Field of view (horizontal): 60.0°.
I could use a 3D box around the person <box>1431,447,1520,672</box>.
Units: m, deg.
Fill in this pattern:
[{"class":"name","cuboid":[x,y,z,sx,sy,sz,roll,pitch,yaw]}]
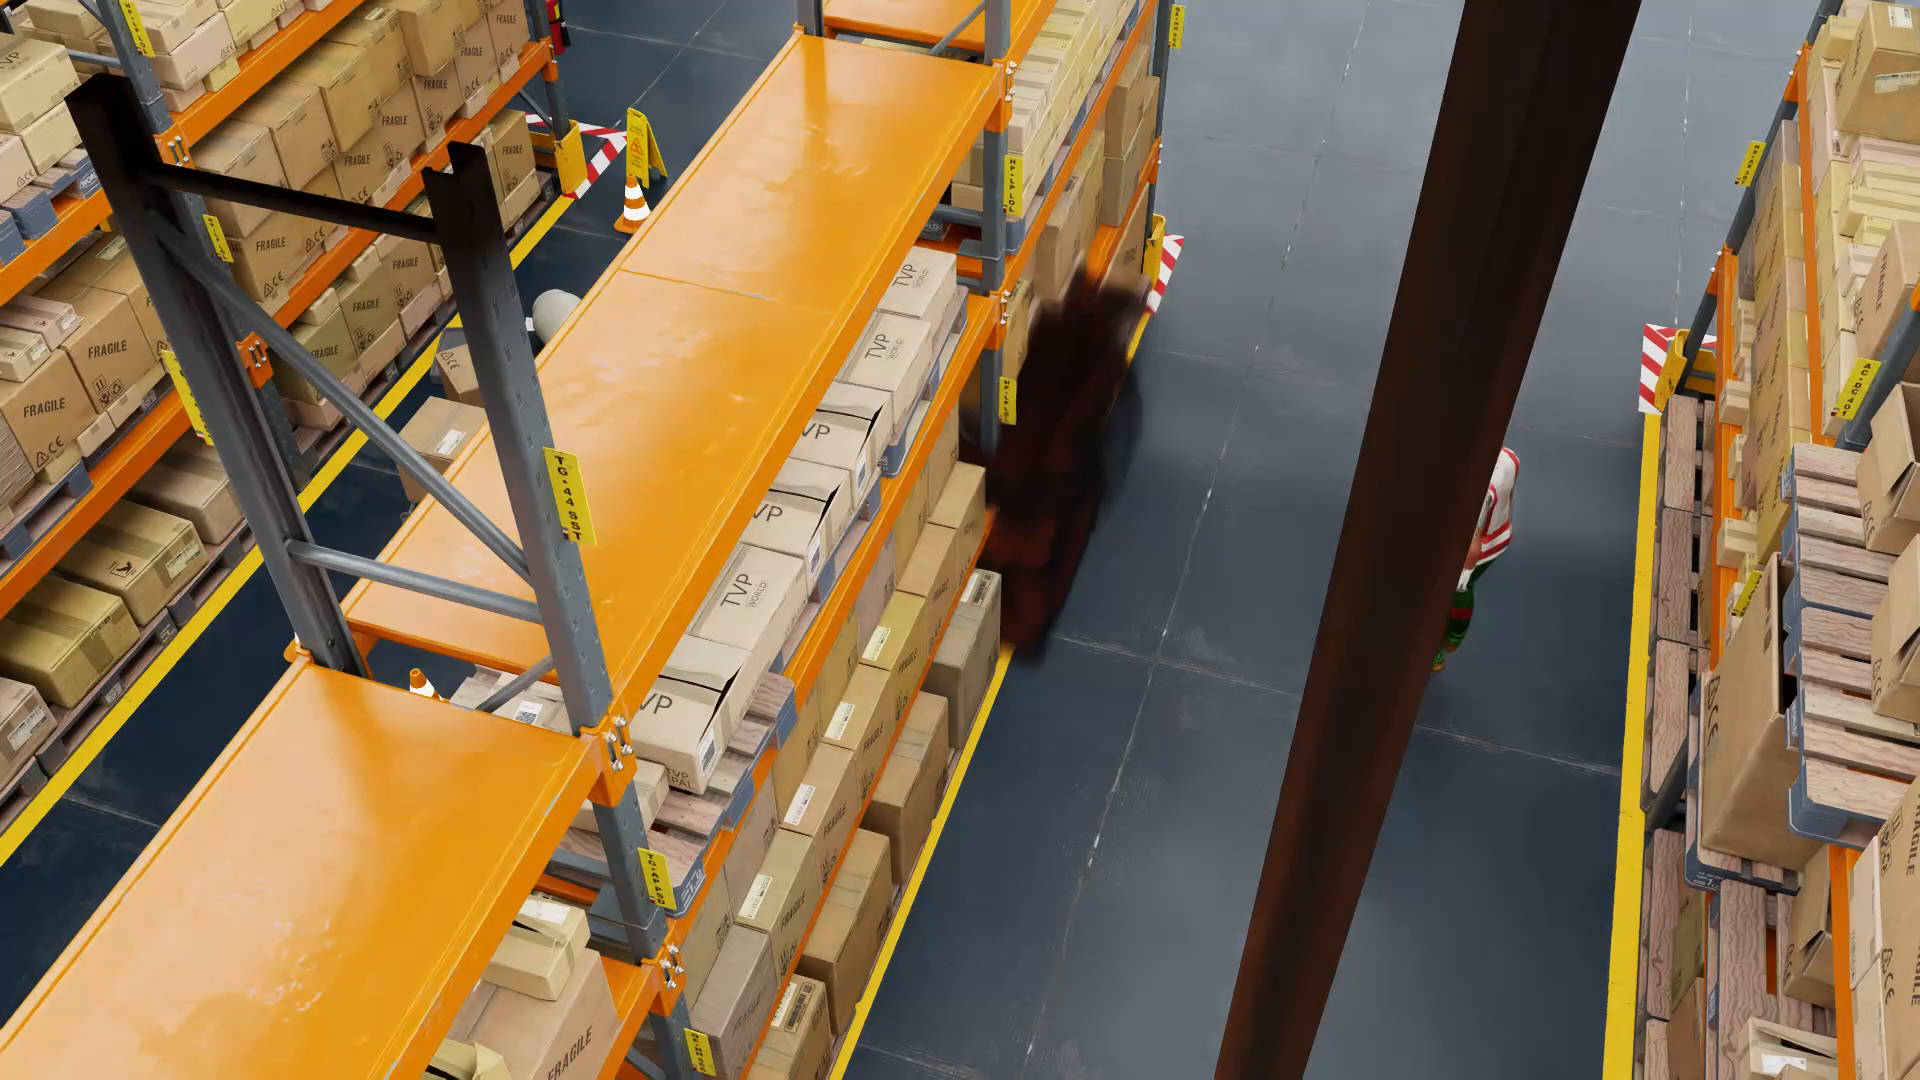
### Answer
[{"class":"person","cuboid":[2.931,-0.002,9.513,0.605,1.786,0.468,-23,50,-21]}]
